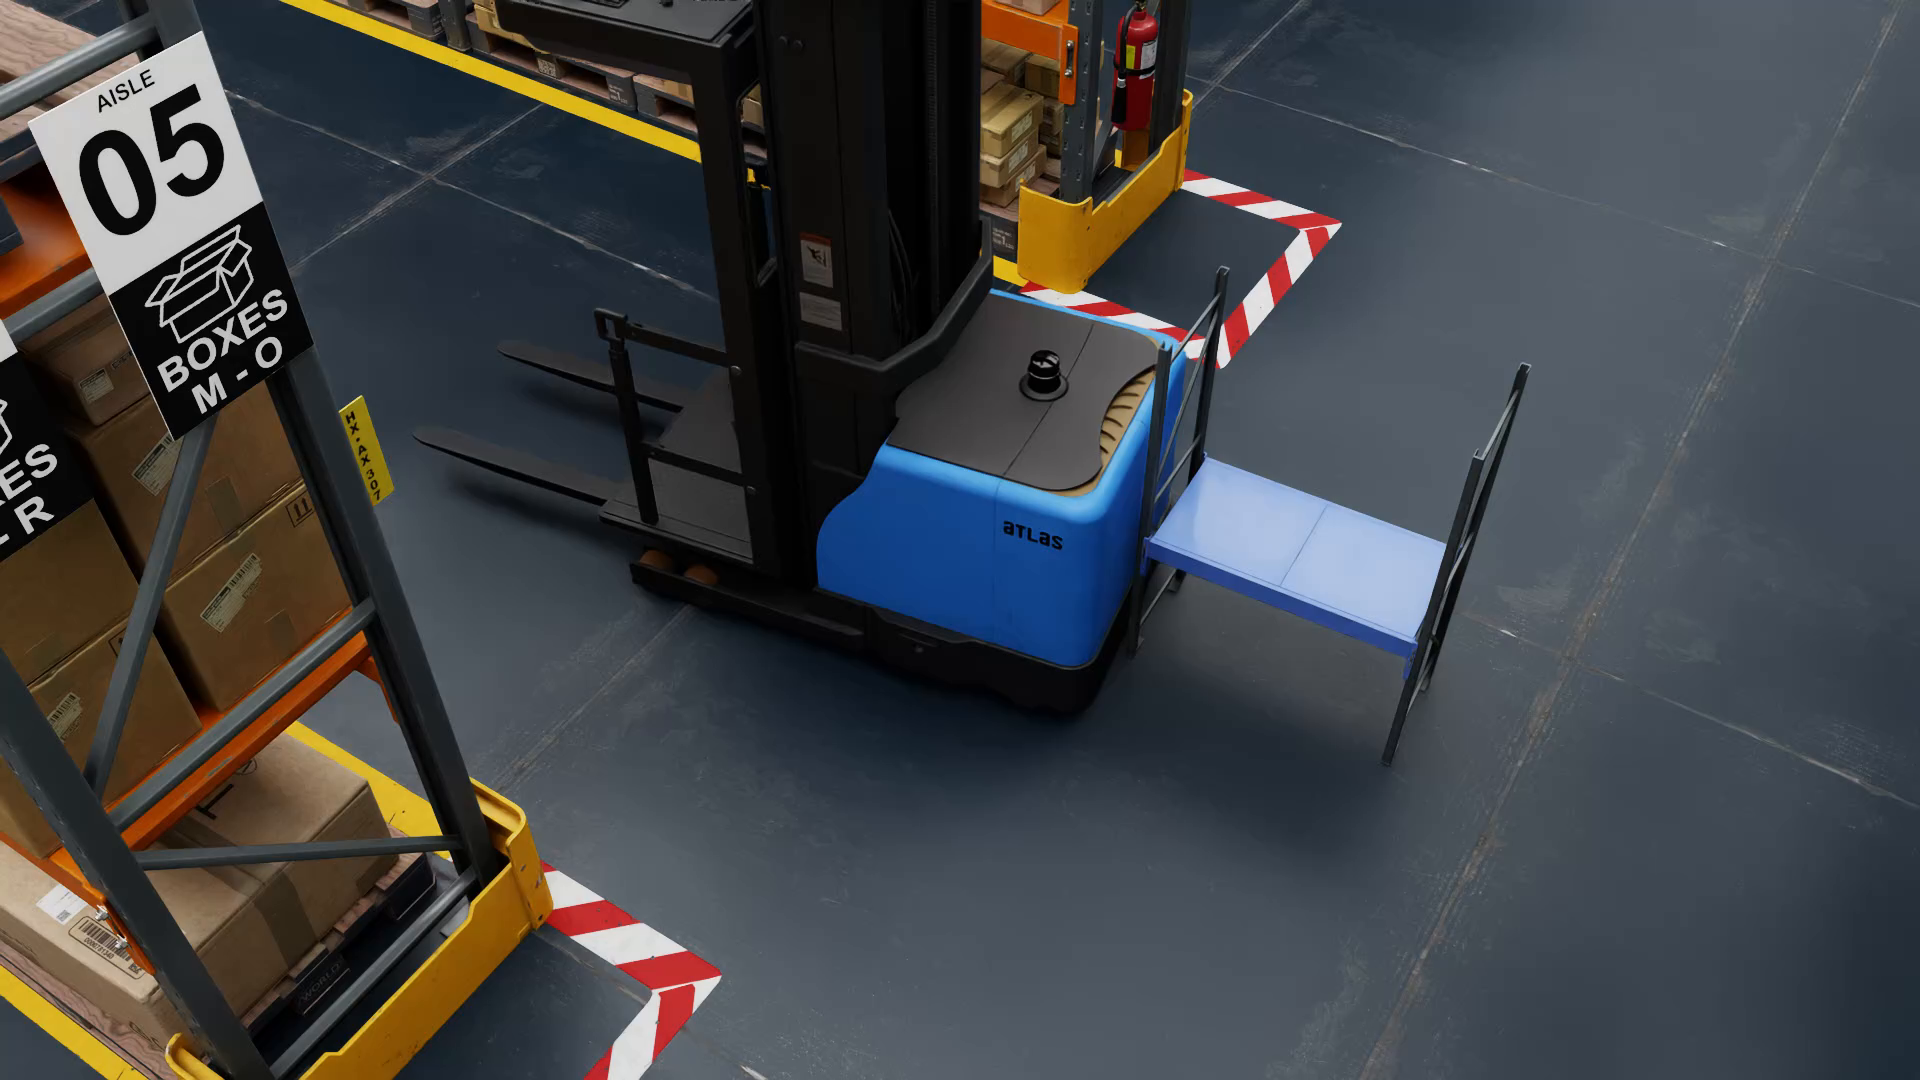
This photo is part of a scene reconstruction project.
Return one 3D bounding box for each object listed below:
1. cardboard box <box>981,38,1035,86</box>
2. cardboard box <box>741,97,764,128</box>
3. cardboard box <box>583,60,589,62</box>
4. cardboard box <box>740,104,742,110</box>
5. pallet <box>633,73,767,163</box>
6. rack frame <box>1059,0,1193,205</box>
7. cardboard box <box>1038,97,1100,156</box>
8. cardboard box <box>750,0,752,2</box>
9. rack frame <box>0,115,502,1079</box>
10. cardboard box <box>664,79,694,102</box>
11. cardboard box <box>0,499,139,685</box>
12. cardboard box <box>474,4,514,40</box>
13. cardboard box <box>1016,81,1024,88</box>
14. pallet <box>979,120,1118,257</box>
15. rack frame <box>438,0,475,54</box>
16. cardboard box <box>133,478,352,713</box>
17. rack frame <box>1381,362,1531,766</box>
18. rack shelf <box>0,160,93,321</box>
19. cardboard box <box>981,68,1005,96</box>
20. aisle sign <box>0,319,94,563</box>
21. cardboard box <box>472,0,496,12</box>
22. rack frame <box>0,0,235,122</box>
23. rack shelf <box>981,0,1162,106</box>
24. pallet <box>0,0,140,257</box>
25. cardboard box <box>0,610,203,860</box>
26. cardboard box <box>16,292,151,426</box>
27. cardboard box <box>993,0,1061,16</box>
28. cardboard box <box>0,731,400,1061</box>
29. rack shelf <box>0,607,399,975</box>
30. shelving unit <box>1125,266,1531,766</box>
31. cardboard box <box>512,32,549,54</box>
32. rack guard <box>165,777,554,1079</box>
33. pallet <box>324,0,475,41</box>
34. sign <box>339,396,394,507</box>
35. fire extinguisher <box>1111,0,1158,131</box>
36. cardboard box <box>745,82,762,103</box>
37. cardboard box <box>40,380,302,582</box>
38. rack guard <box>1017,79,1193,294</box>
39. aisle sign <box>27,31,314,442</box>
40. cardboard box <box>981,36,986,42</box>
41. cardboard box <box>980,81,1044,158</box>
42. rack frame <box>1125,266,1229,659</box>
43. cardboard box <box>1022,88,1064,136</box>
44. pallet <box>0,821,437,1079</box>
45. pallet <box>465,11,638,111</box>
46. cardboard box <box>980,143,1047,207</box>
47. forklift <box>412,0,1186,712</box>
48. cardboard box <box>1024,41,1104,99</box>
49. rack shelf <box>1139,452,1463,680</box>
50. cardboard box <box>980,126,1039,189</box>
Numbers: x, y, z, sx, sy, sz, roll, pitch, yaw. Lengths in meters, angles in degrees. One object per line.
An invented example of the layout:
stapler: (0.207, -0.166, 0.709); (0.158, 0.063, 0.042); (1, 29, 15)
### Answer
cardboard box: (0.219, -2.383, 8.254); (0.250, 0.149, 0.380); (26, 51, 23)
cardboard box: (-0.912, -2.271, 8.560); (0.250, 0.149, 0.380); (26, 51, 23)
cardboard box: (-1.999, -2.780, 9.054); (0.250, 0.149, 0.380); (24, 51, 22)
cardboard box: (-1.084, -2.414, 8.699); (0.250, 0.149, 0.380); (26, 51, 23)
pallet: (-0.978, -2.447, 8.981); (1.213, 0.211, 1.003); (25, 51, 22)
rack frame: (0.774, -2.581, 7.166); (0.127, 3.000, 1.000); (25, 51, 22)
cardboard box: (0.505, -2.130, 8.423); (0.250, 0.149, 0.380); (26, 51, 23)
cardboard box: (-1.114, -2.611, 8.476); (0.250, 0.149, 0.380); (25, 51, 22)
rack frame: (-1.814, 0.447, 4.225); (0.127, 3.000, 1.000); (25, 51, 22)
cardboard box: (-1.346, -2.470, 8.753); (0.250, 0.149, 0.380); (23, 50, 21)
cardboard box: (-2.348, 0.020, 3.872); (0.500, 0.500, 0.500); (26, 51, 23)
cardboard box: (-2.460, -2.947, 9.218); (0.250, 0.149, 0.380); (23, 50, 20)
cardboard box: (0.271, -2.335, 8.415); (0.250, 0.149, 0.380); (24, 51, 22)
pallet: (0.045, -1.974, 8.521); (1.213, 0.211, 1.003); (25, 51, 22)
rack frame: (-2.593, -4.130, 8.671); (0.127, 3.000, 1.000); (25, 51, 22)
cardboard box: (-2.063, 0.053, 4.538); (0.500, 0.500, 0.500); (24, 51, 22)
rack frame: (1.647, 0.127, 5.581); (0.032, 1.500, 0.500); (22, 50, 20)
rack shelf: (-3.497, -1.122, 4.159); (4.000, 0.370, 1.077); (25, 51, 22)
cardboard box: (0.011, -2.125, 8.004); (0.250, 0.149, 0.380); (26, 51, 23)
aisle sign: (-1.920, -0.244, 3.083); (0.004, 0.787, 0.394); (25, 51, 22)
cardboard box: (-2.461, -3.052, 9.112); (0.250, 0.149, 0.380); (27, 52, 24)
rack frame: (-1.814, -1.644, 2.073); (0.127, 3.000, 1.000); (25, 51, 22)
rack shelf: (-0.910, -3.104, 8.177); (4.000, 0.370, 1.077); (25, 51, 22)
pallet: (-2.444, -0.849, 3.454); (1.213, 0.211, 1.003); (25, 51, 22)
cardboard box: (-2.363, 0.385, 4.215); (0.500, 0.500, 0.500); (25, 51, 22)
cardboard box: (-1.963, -0.467, 3.893); (0.250, 0.149, 0.380); (26, 51, 23)
cardboard box: (0.347, -2.449, 7.213); (0.250, 0.149, 0.380); (25, 51, 22)
cardboard box: (-2.423, 0.998, 5.182); (0.875, 0.438, 0.875); (23, 50, 21)
rack shelf: (-3.497, -0.077, 5.235); (4.000, 0.370, 1.077); (25, 51, 22)
shelving unit: (1.205, -0.052, 5.755); (1.048, 1.500, 0.538); (22, 50, 20)
cardboard box: (-2.236, -2.844, 9.117); (0.250, 0.149, 0.380); (26, 51, 23)
rack guard: (-1.793, 1.327, 5.112); (0.348, 0.500, 1.175); (25, 51, 22)
pallet: (-3.249, -3.458, 9.963); (1.213, 0.211, 1.003); (25, 51, 22)
sign: (-1.509, -0.215, 4.209); (0.005, 0.325, 0.100); (25, 51, 22)
fire extinguisher: (0.736, -2.048, 6.962); (0.183, 0.674, 0.296); (25, 51, 22)
cardboard box: (-0.912, -2.373, 8.452); (0.250, 0.149, 0.380); (27, 52, 24)
cardboard box: (-2.064, -0.295, 4.178); (0.500, 0.500, 0.500); (24, 50, 21)
rack guard: (0.710, -1.739, 8.091); (0.348, 0.500, 1.175); (25, 51, 22)
aisle sign: (-1.597, -0.607, 3.435); (0.004, 0.787, 0.394); (25, 51, 22)
cardboard box: (0.076, -2.558, 8.424); (0.250, 0.149, 0.380); (25, 51, 22)
cardboard box: (0.191, -1.993, 7.875); (0.250, 0.149, 0.380); (25, 51, 23)
rack frame: (0.762, -0.232, 5.930); (0.032, 1.500, 0.500); (22, 50, 20)
cardboard box: (0.471, -2.195, 8.279); (0.250, 0.149, 0.380); (27, 52, 24)
pallet: (-2.529, 1.156, 5.480); (1.213, 0.211, 1.003); (25, 51, 22)
pallet: (-2.009, -2.919, 9.439); (1.213, 0.211, 1.003); (25, 51, 22)
cardboard box: (0.218, -1.812, 8.114); (0.250, 0.149, 0.380); (26, 51, 23)
forklift: (-0.739, -1.094, 5.770); (3.031, 2.935, 1.130); (17, 48, 16)
cardboard box: (0.516, -2.349, 8.221); (0.250, 0.149, 0.380); (23, 50, 20)
rack shelf: (1.205, 0.073, 5.884); (1.000, 0.185, 0.538); (22, 50, 20)
cardboard box: (0.175, -1.869, 7.963); (0.250, 0.149, 0.380); (23, 50, 21)
